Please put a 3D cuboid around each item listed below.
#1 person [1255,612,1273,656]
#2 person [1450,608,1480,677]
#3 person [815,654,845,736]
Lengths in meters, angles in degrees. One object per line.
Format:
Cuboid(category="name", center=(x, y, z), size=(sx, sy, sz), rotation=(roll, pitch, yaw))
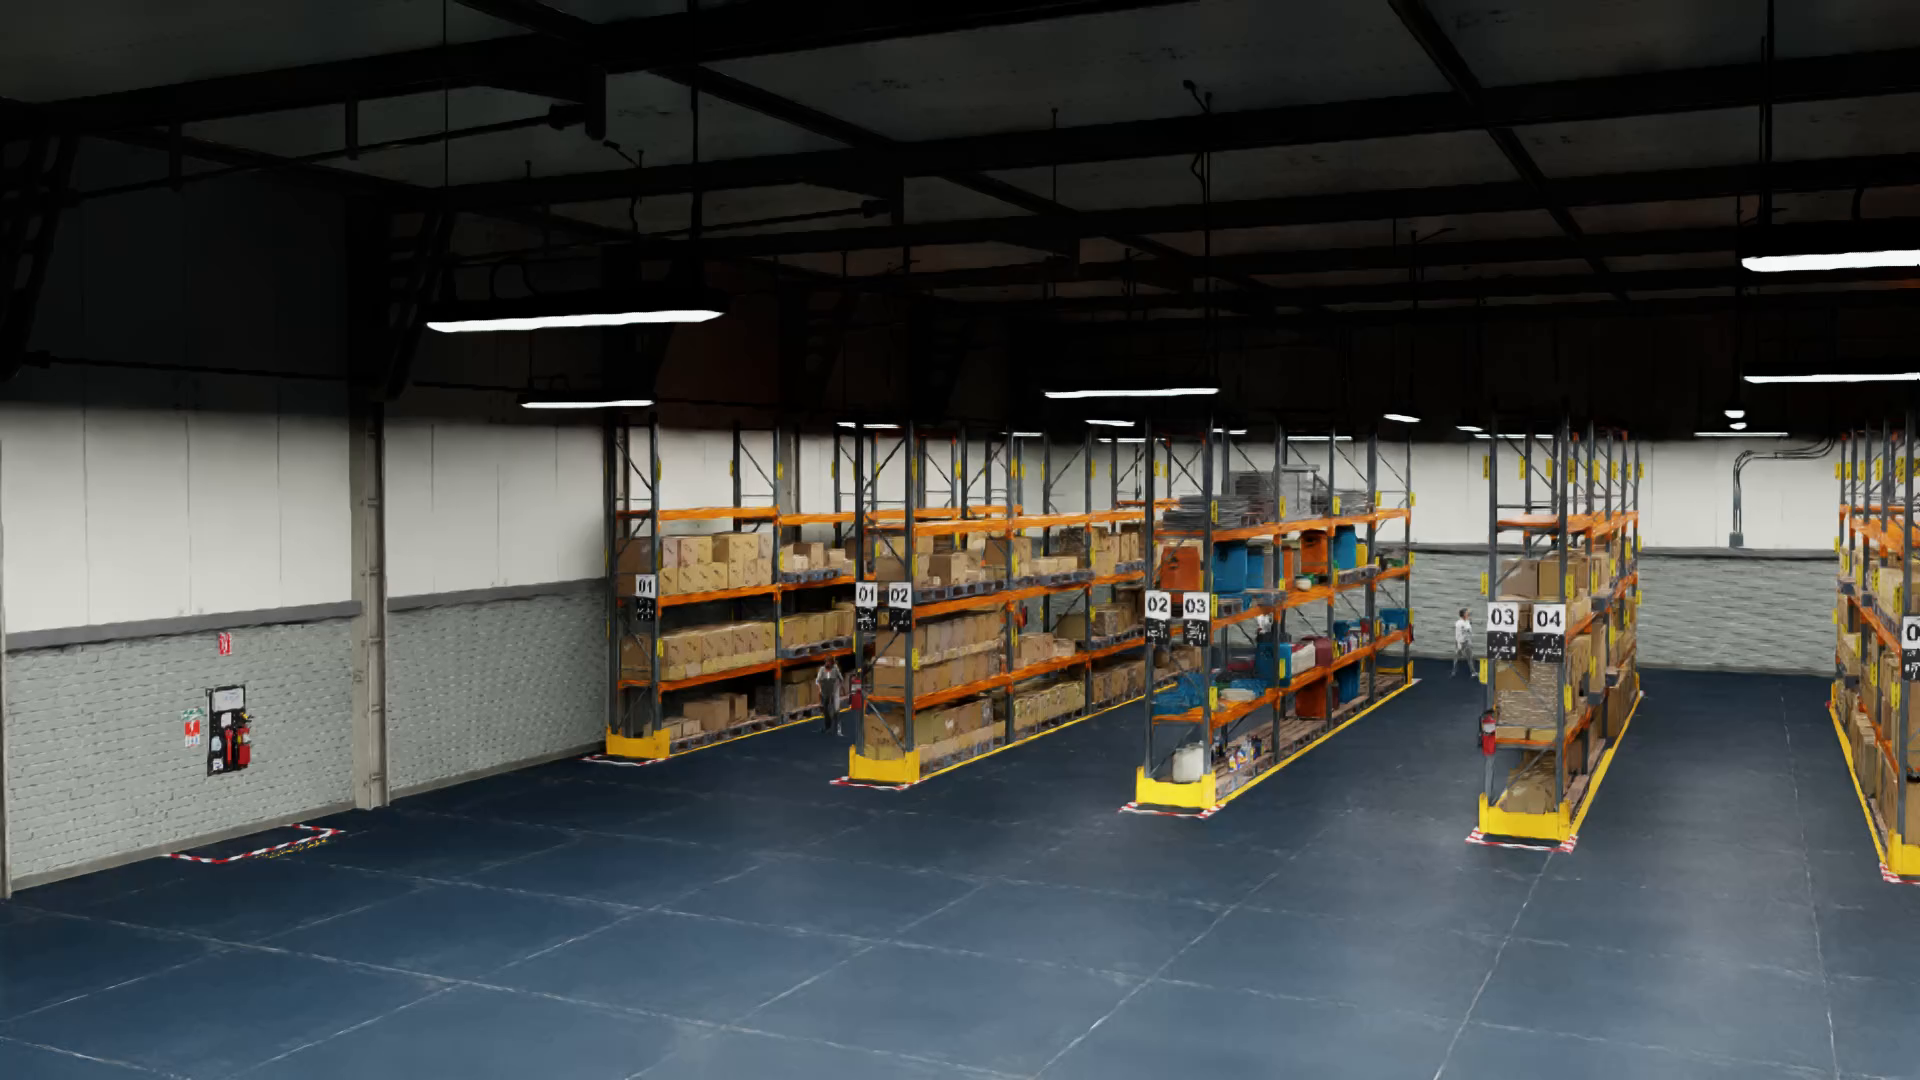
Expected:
Cuboid(category="person", center=(7.470, 2.437, 40.940), size=(0.566, 1.679, 0.419), rotation=(-2, 3, -42))
Cuboid(category="person", center=(12.206, 2.467, 40.162), size=(0.685, 1.672, 0.550), rotation=(-1, 3, -28))
Cuboid(category="person", center=(-2.436, 2.904, 31.425), size=(0.562, 1.527, 0.782), rotation=(0, 2, 8))
